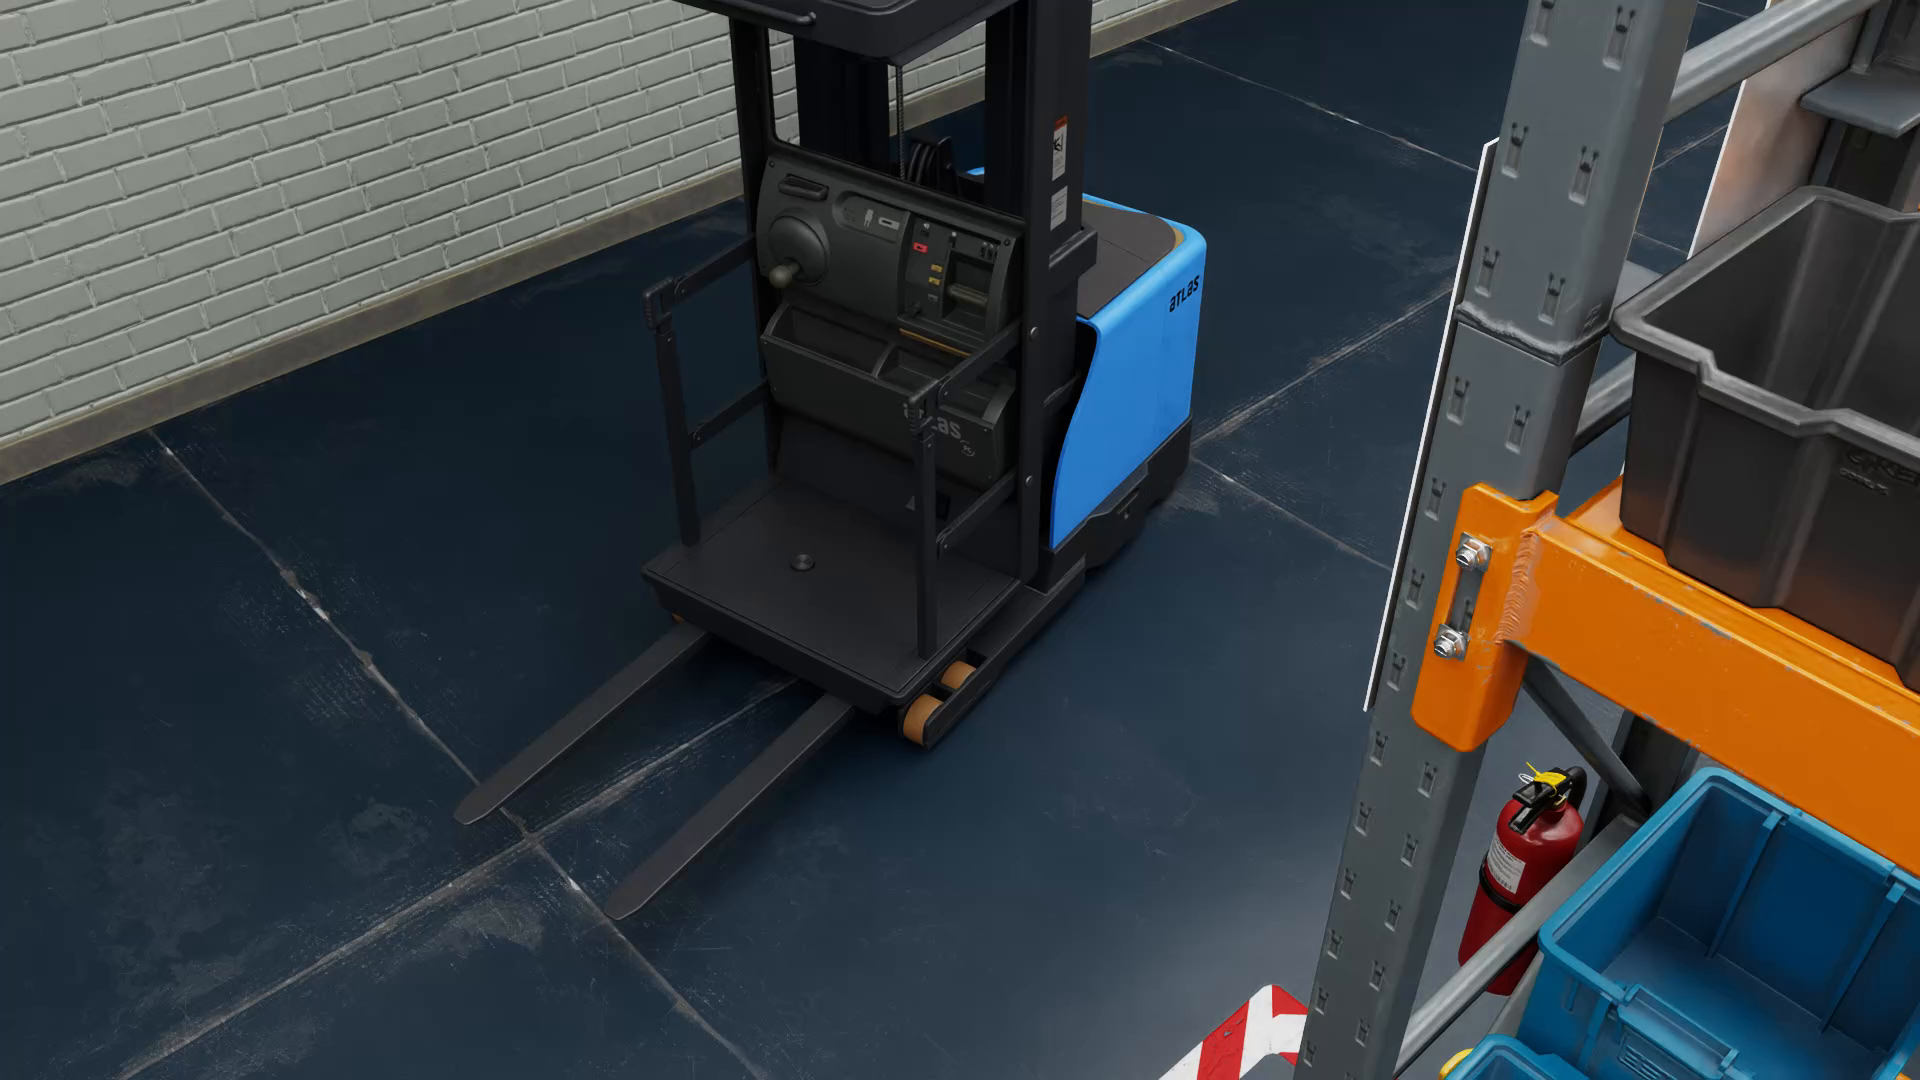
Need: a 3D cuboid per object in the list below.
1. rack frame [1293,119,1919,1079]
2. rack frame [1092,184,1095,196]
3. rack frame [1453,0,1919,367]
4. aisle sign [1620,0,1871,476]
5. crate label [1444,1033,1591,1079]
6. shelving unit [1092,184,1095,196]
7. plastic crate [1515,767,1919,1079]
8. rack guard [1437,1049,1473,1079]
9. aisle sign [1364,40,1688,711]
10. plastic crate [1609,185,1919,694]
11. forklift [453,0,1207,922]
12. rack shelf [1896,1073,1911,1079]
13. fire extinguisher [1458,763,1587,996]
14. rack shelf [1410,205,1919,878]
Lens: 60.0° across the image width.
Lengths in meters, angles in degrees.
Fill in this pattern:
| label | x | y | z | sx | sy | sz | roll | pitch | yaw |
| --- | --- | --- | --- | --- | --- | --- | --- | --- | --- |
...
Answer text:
| label | x | y | z | sx | sy | sz | roll | pitch | yaw |
| --- | --- | --- | --- | --- | --- | --- | --- | --- | --- |
| rack frame | 0.935 | 0.749 | 2.935 | 1.000 | 3.000 | 0.127 | -30 | 48 | -32 |
| rack frame | 0.523 | -0.980 | 6.746 | 0.006 | 0.900 | 0.240 | 2 | 39 | 2 |
| rack frame | 0.935 | -1.585 | 1.050 | 1.000 | 3.000 | 0.127 | -30 | 48 | -32 |
| aisle sign | 1.102 | -0.420 | 2.314 | 0.394 | 0.787 | 0.004 | -30 | 48 | -32 |
| crate label | 0.859 | 1.045 | 2.654 | 0.416 | 0.233 | 0.303 | -30 | 48 | -32 |
| shelving unit | 0.421 | -0.983 | 6.750 | 0.210 | 0.900 | 0.258 | 2 | 39 | 2 |
| plastic crate | 1.299 | 0.788 | 2.811 | 0.616 | 0.435 | 0.499 | -30 | 48 | -32 |
| rack guard | 0.909 | 1.716 | 3.727 | 1.175 | 0.500 | 0.348 | -30 | 48 | -32 |
| aisle sign | 0.668 | -0.169 | 2.003 | 0.394 | 0.787 | 0.004 | -30 | 48 | -32 |
| plastic crate | 0.990 | -0.070 | 1.666 | 0.497 | 0.269 | 0.590 | -30 | 48 | -32 |
| forklift | -0.359 | -0.815 | 4.926 | 1.130 | 2.935 | 3.031 | 23 | 44 | 26 |
| rack shelf | 2.288 | 1.955 | 2.015 | 1.077 | 0.370 | 4.000 | -30 | 48 | -32 |
| fire extinguisher | 1.168 | 0.661 | 3.402 | 0.296 | 0.674 | 0.183 | -30 | 48 | -32 |
| rack shelf | 2.288 | 0.788 | 1.073 | 1.077 | 0.370 | 4.000 | -30 | 48 | -32 |
